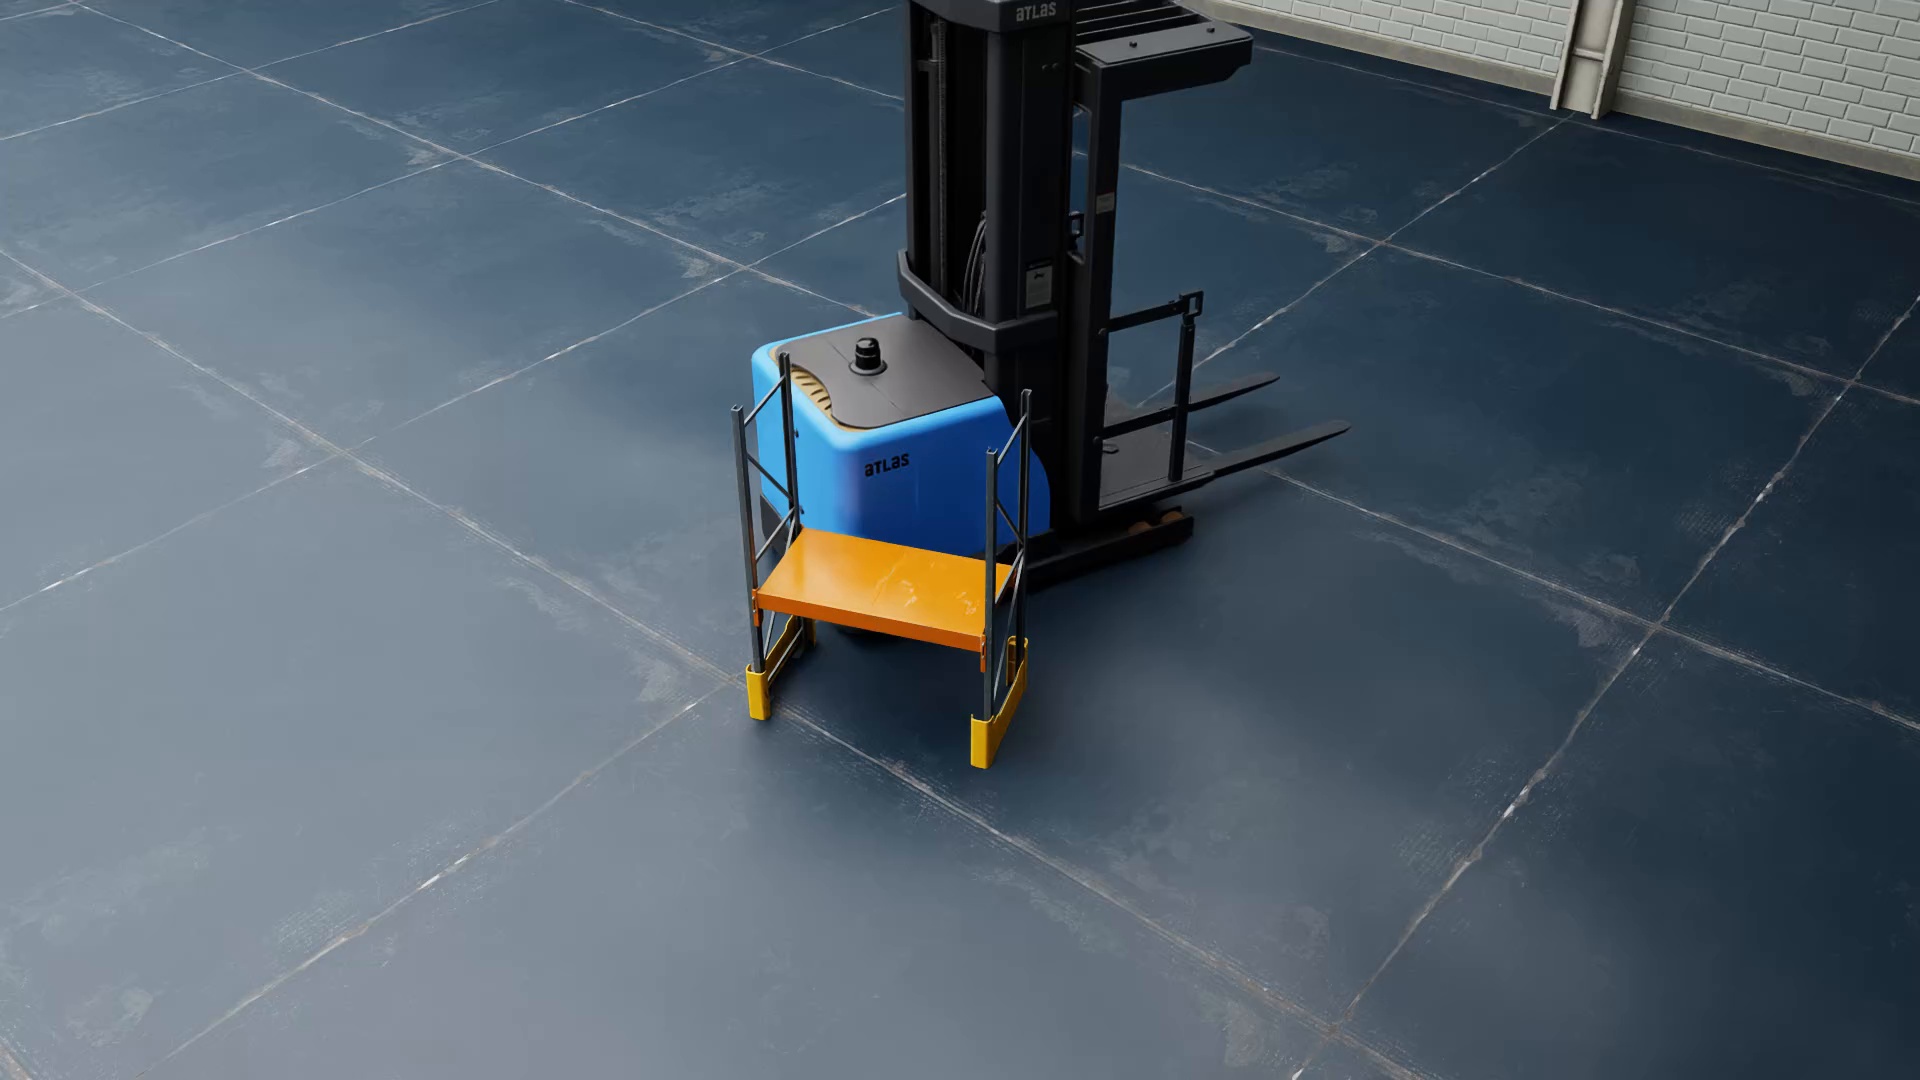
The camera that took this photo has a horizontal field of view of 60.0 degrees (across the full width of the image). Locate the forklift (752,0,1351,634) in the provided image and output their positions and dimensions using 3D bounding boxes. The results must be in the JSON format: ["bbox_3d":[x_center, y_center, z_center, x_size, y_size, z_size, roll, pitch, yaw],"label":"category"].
[{"bbox_3d":[0.569,-1.375,7.663,3.031,2.935,1.130,-17,38,-23],"label":"forklift"}]

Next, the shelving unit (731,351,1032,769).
[{"bbox_3d":[-0.305,0.079,6.811,1.083,1.500,0.587,10,36,15],"label":"shelving unit"}]

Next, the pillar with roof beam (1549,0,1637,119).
[{"bbox_3d":[2.197,-5.277,7.985,0.400,9.000,9.100,25,42,32],"label":"pillar with roof beam"}]

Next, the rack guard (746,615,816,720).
[{"bbox_3d":[-0.779,0.507,7.291,0.087,0.250,0.587,10,36,15],"label":"rack guard"}]

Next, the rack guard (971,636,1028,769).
[{"bbox_3d":[0.169,0.680,7.038,0.087,0.250,0.587,10,36,15],"label":"rack guard"}]

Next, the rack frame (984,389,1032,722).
[{"bbox_3d":[0.188,0.169,6.680,0.032,1.500,0.500,10,36,15],"label":"rack frame"}]

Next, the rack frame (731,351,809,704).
[{"bbox_3d":[-0.780,-0.008,6.937,0.032,1.500,0.500,10,36,15],"label":"rack frame"}]

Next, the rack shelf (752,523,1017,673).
[{"bbox_3d":[-0.296,0.228,6.910,1.000,0.185,0.538,10,36,15],"label":"rack shelf"}]
